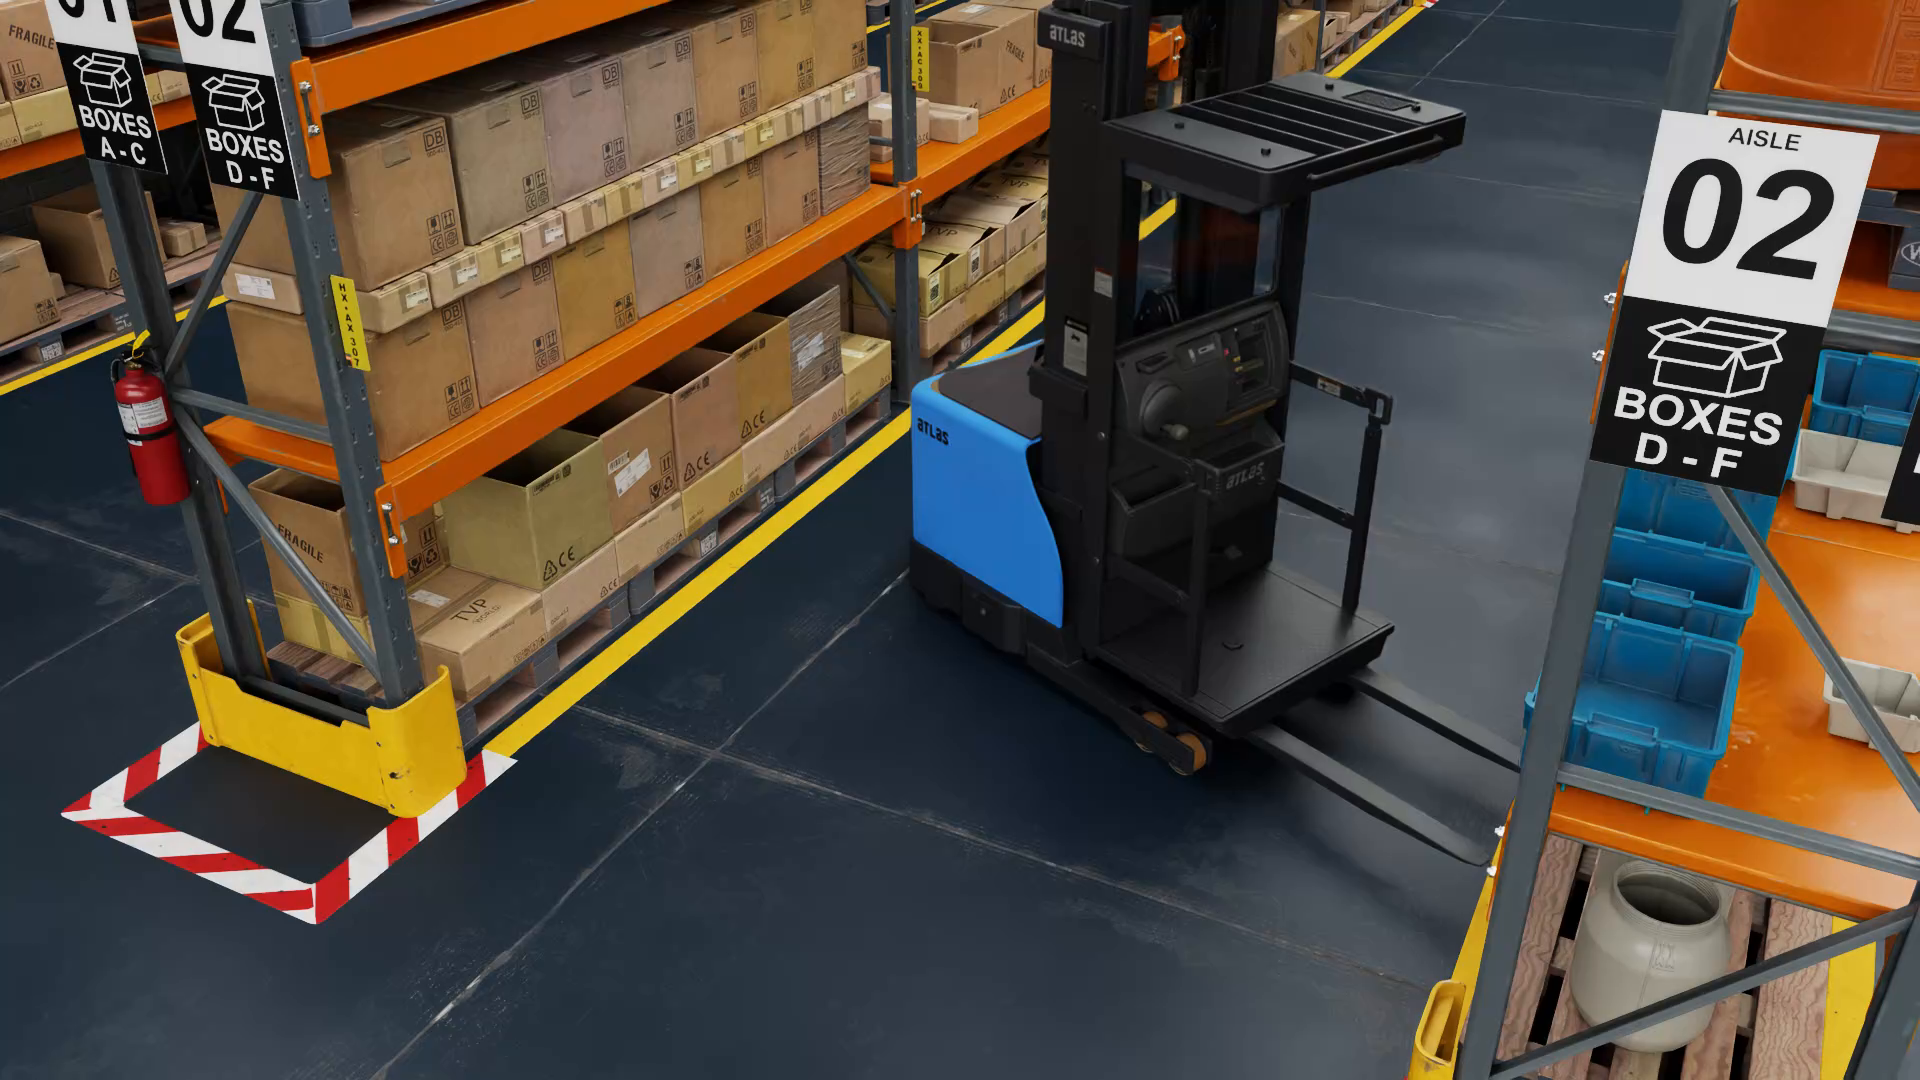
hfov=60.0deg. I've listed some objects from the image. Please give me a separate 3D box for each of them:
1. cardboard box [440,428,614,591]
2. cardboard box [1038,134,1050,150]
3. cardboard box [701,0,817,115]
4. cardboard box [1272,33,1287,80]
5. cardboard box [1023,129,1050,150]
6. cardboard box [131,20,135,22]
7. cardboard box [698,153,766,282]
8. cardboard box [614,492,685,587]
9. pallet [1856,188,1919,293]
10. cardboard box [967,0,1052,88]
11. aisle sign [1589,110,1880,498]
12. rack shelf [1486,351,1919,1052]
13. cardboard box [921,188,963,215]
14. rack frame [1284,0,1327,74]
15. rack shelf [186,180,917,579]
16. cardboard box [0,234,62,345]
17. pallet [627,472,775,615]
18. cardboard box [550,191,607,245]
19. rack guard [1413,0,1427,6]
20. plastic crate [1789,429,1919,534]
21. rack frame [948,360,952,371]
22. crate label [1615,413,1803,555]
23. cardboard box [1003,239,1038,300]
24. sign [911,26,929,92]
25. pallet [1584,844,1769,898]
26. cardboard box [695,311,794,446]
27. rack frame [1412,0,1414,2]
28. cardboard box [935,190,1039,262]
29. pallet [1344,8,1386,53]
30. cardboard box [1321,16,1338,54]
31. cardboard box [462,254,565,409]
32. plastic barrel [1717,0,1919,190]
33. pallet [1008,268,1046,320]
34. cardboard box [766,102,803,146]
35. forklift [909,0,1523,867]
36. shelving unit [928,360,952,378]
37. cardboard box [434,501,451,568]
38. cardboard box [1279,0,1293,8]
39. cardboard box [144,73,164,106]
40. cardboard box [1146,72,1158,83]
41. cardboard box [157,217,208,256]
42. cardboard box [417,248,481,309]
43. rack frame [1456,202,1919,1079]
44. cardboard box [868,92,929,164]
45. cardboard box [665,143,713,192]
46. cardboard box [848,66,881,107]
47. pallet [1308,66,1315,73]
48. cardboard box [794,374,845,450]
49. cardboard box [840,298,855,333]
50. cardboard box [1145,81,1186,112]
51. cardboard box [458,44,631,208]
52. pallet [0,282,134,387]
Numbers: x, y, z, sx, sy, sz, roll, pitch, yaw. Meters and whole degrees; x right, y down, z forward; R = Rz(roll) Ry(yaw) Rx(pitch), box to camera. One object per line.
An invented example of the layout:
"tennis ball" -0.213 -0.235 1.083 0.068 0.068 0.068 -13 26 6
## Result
"cardboard box" -1.856 -0.164 7.110 0.500 0.500 0.500 14 33 23
"cardboard box" 0.870 -2.700 11.715 0.500 0.311 0.500 14 33 23
"cardboard box" -1.127 -2.397 8.009 0.700 0.500 0.500 14 33 23
"cardboard box" 2.511 -4.143 14.521 0.500 0.500 0.500 15 33 24
"cardboard box" 0.389 -2.819 11.923 0.500 0.311 0.500 13 33 22
"cardboard box" -5.276 -3.102 10.017 0.500 0.500 0.500 14 33 23
"cardboard box" -1.365 -1.602 7.927 0.700 0.500 0.500 15 33 24
"cardboard box" -1.629 -0.061 7.684 0.500 0.250 0.500 14 33 23
"pallet" 2.348 -0.878 3.945 1.003 0.211 1.213 14 33 23
"cardboard box" 0.371 -3.282 10.853 0.500 0.500 0.500 12 32 21
"aisle sign" 1.587 -0.478 3.459 0.394 0.787 0.004 14 33 23
"rack shelf" 2.795 0.111 5.768 1.077 0.370 4.000 14 33 23
"cardboard box" -0.312 -2.144 10.747 0.500 0.311 0.500 14 33 23
"rack frame" 2.943 -5.760 15.268 1.000 3.000 0.127 14 33 23
"rack shelf" -1.613 -1.015 7.727 1.077 0.370 4.000 14 33 23
"cardboard box" -5.902 -1.522 9.956 0.700 0.500 0.500 12 32 20
"pallet" -1.656 -0.118 8.244 1.003 0.211 1.213 14 33 23
"cardboard box" -1.685 -1.348 6.833 0.380 0.149 0.250 13 32 22
"rack guard" 4.730 -6.415 18.920 1.175 0.500 0.348 14 33 23
"plastic crate" 3.192 -0.196 5.845 0.530 0.136 0.437 14 33 23
"rack frame" 0.050 -0.439 8.111 0.240 0.900 0.006 14 33 23
"crate label" 2.482 -0.207 5.563 0.502 0.435 0.616 14 33 23
"cardboard box" 0.170 -1.782 10.681 0.500 0.250 0.500 13 32 22
"sign" -0.207 -2.498 8.639 0.100 0.325 0.005 14 33 23
"pallet" 2.808 0.952 6.380 1.003 0.211 1.213 14 33 23
"cardboard box" -1.181 -0.832 8.272 0.500 0.500 0.500 14 33 23
"rack frame" 4.765 -7.533 18.356 1.000 3.000 0.127 14 33 23
"cardboard box" 0.176 -2.023 10.538 0.500 0.311 0.500 13 32 22
"pallet" 3.811 -5.398 17.438 1.003 0.211 1.213 14 33 23
"cardboard box" 3.326 -4.922 16.067 0.500 0.311 0.500 14 33 23
"cardboard box" -2.065 -0.921 6.742 0.700 0.500 0.500 15 33 25
"plastic barrel" 1.992 -1.228 3.511 0.600 0.830 0.708 14 33 23
"pallet" 0.154 -1.882 11.316 1.003 0.211 1.213 14 33 23
"cardboard box" -0.985 -2.026 8.015 0.380 0.149 0.250 14 33 23
"forklift" 1.100 -0.620 6.387 1.130 2.935 3.031 -23 37 -34
"shelving unit" 0.004 -0.394 8.032 0.258 0.900 0.210 14 33 23
"cardboard box" -2.326 0.041 7.506 0.500 0.250 0.500 14 33 23
"cardboard box" 2.950 -5.184 16.333 0.500 0.500 0.500 14 33 23
"cardboard box" -5.294 -2.781 10.212 0.500 0.250 0.500 14 33 23
"cardboard box" 1.337 -3.561 13.508 0.500 0.500 0.500 16 33 25
"cardboard box" -5.330 -2.054 11.217 0.380 0.166 0.250 10 31 17
"cardboard box" -2.036 -1.007 6.241 0.380 0.149 0.250 13 32 22
"rack frame" 1.884 0.685 4.045 1.000 3.000 0.127 14 33 23
"cardboard box" -0.516 -2.376 9.527 0.500 0.250 0.500 17 34 26
"cardboard box" -1.333 -1.688 7.425 0.380 0.149 0.250 15 33 25
"cardboard box" -0.635 -2.369 8.611 0.380 0.149 0.250 14 33 23
"pallet" 2.606 -4.181 15.320 1.003 0.211 1.213 14 33 23
"cardboard box" -0.955 -0.728 8.846 0.500 0.250 0.500 14 33 23
"cardboard box" -0.771 -1.453 10.107 0.500 0.250 0.500 14 33 23
"cardboard box" 1.582 -3.230 12.931 0.500 0.500 0.500 16 33 25
"cardboard box" -1.812 -1.732 6.850 0.700 0.500 0.500 14 33 23
"pallet" -5.942 -1.278 10.263 1.003 0.211 1.213 14 33 23
